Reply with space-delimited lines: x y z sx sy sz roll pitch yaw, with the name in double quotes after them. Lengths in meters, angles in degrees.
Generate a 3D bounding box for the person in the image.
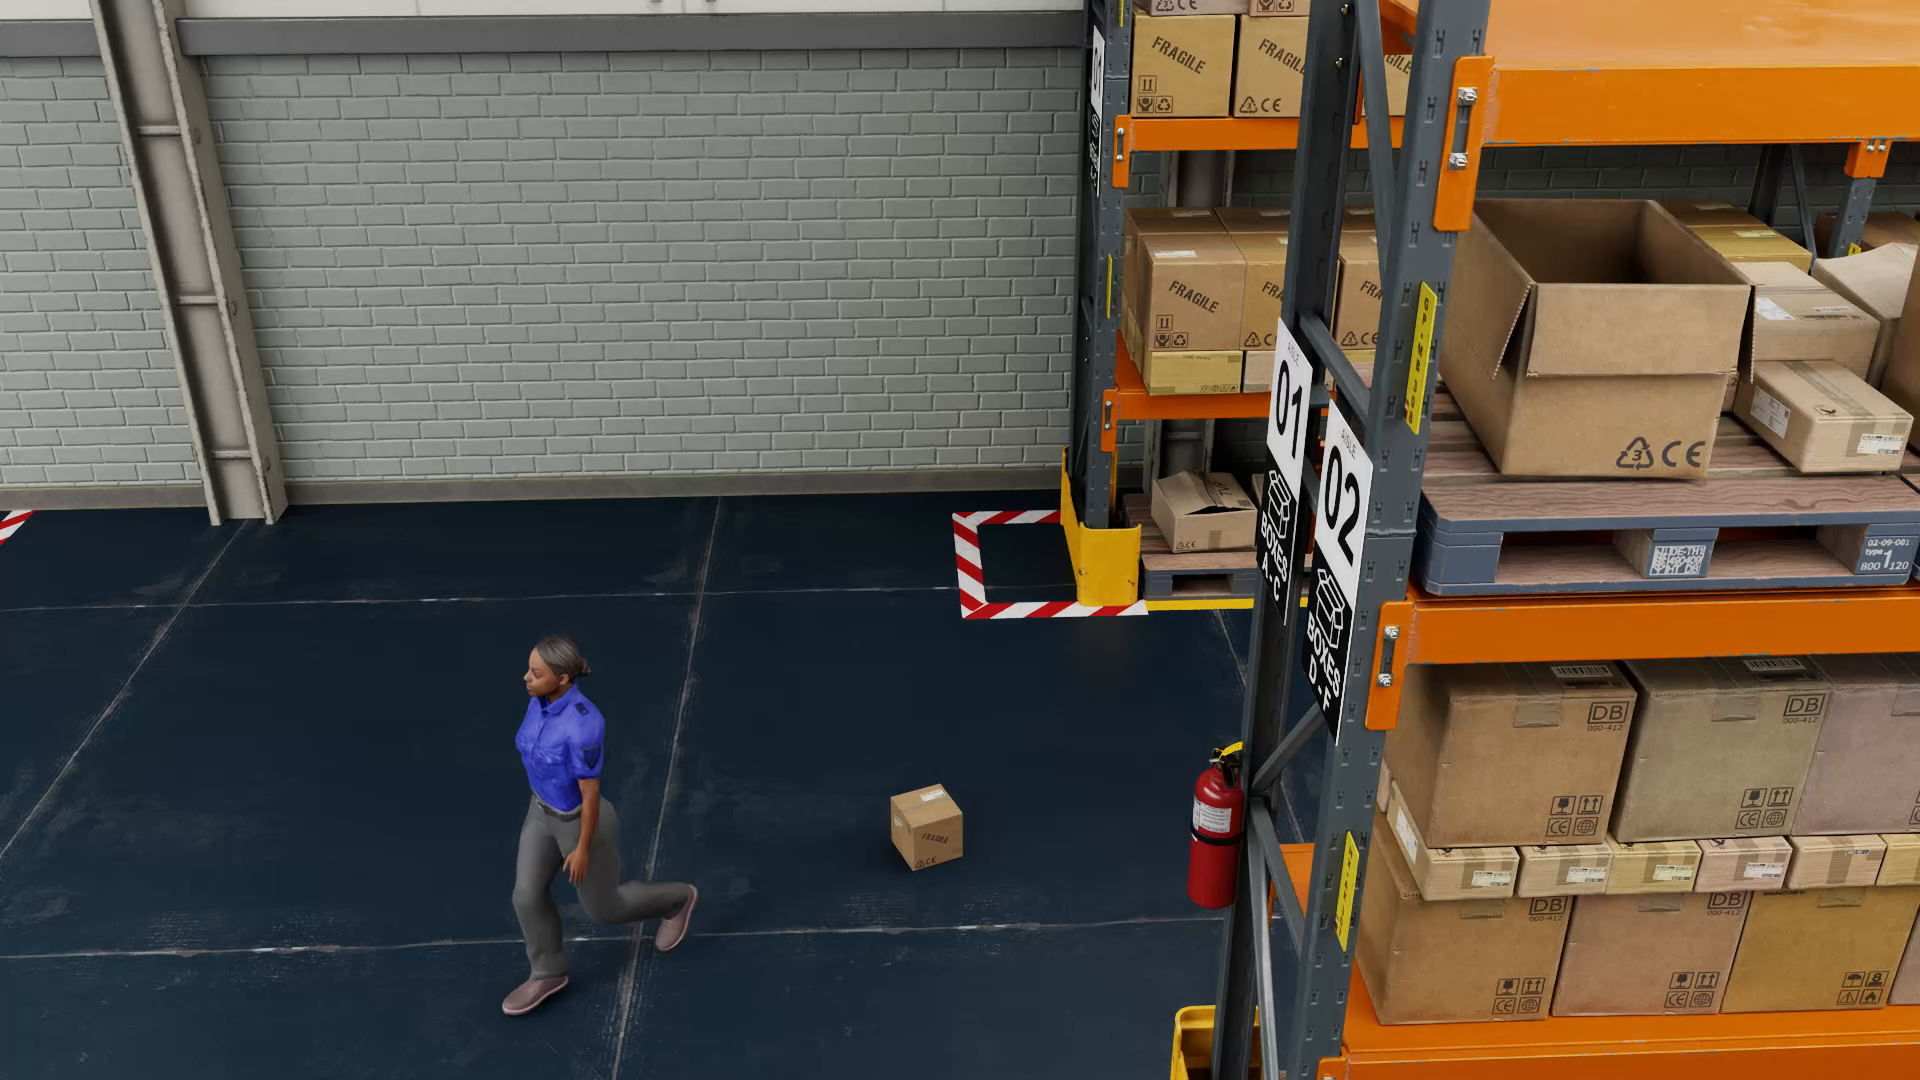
-1.491 1.076 6.550 0.438 1.614 0.859 25 36 38 "person"
